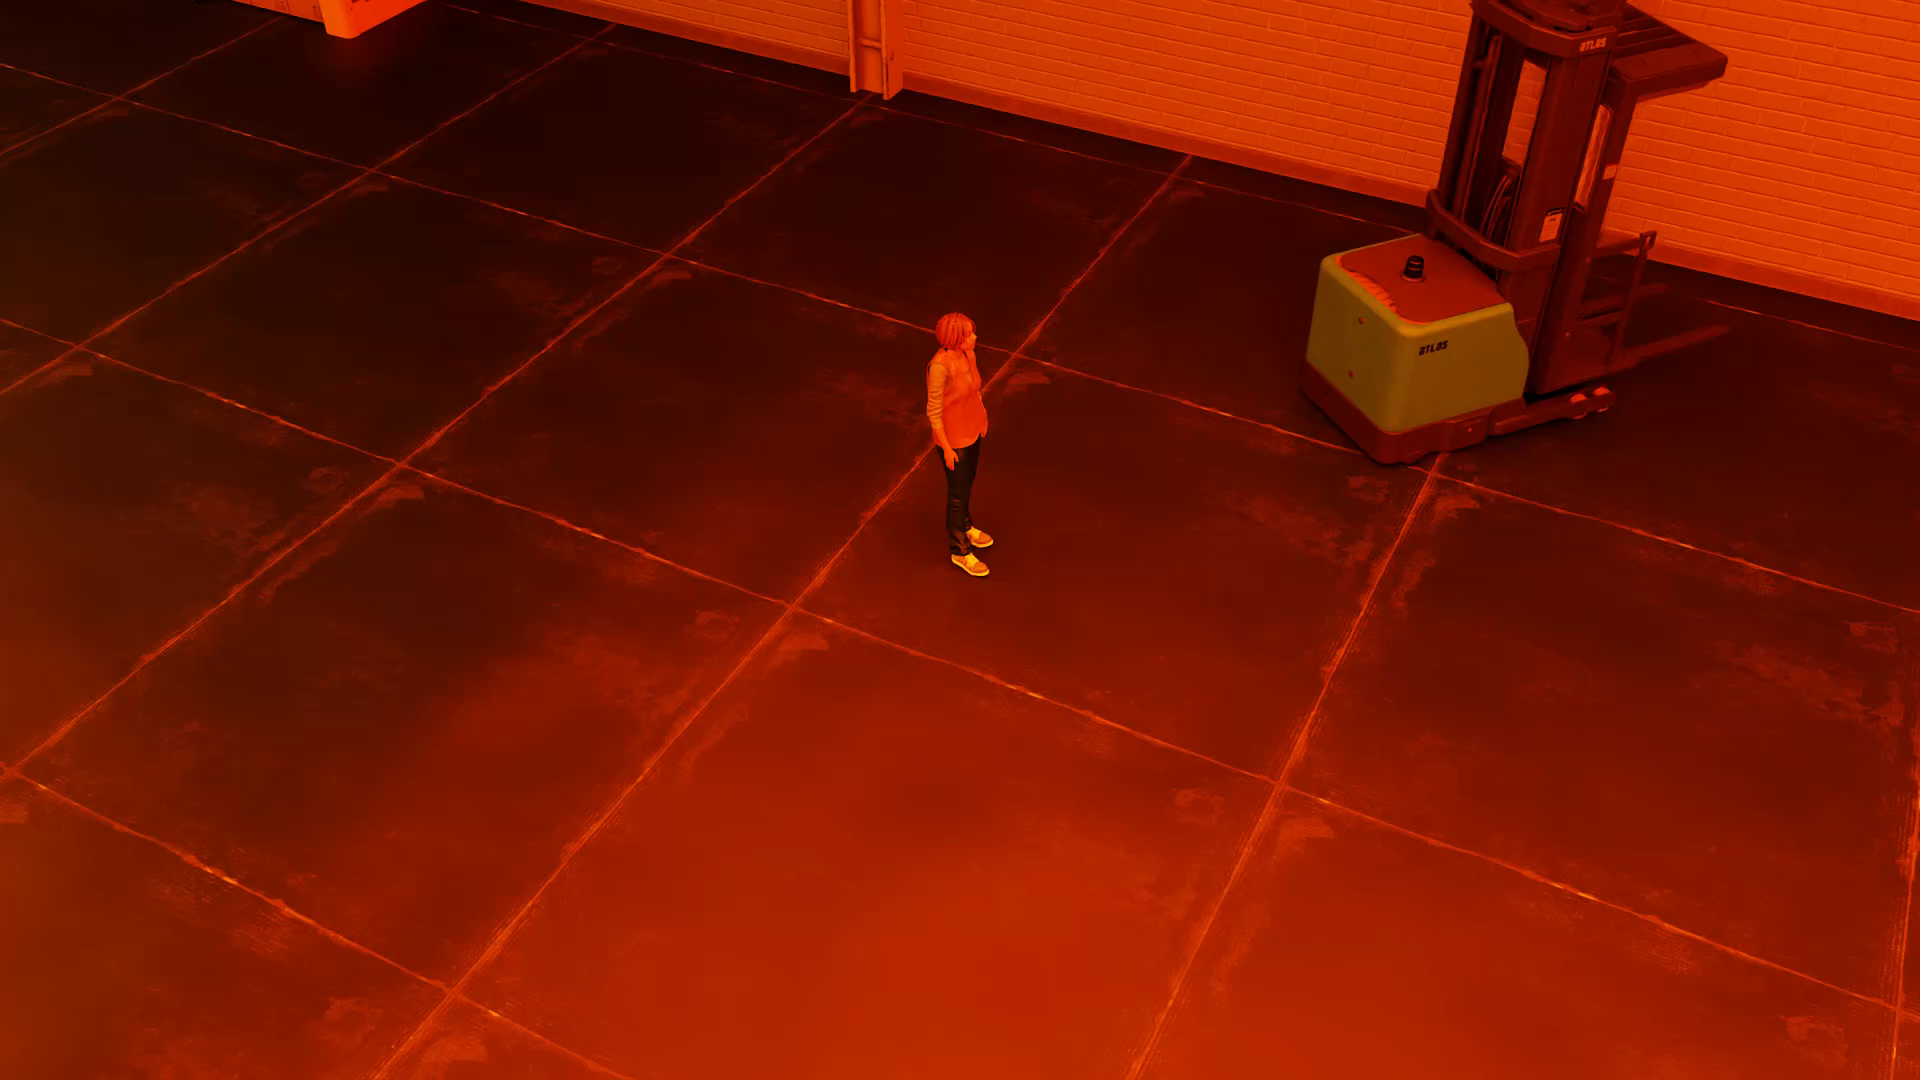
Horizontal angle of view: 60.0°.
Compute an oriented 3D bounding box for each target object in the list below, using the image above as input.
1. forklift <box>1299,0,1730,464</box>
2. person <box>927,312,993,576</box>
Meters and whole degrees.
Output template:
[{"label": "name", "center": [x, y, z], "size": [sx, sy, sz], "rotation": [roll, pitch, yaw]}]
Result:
[{"label": "forklift", "center": [3.888, -2.236, 10.642], "size": [3.031, 2.935, 1.130], "rotation": [-16, 43, -18]}, {"label": "person", "center": [0.059, -0.587, 9.707], "size": [0.476, 1.597, 0.520], "rotation": [18, 43, 21]}]
